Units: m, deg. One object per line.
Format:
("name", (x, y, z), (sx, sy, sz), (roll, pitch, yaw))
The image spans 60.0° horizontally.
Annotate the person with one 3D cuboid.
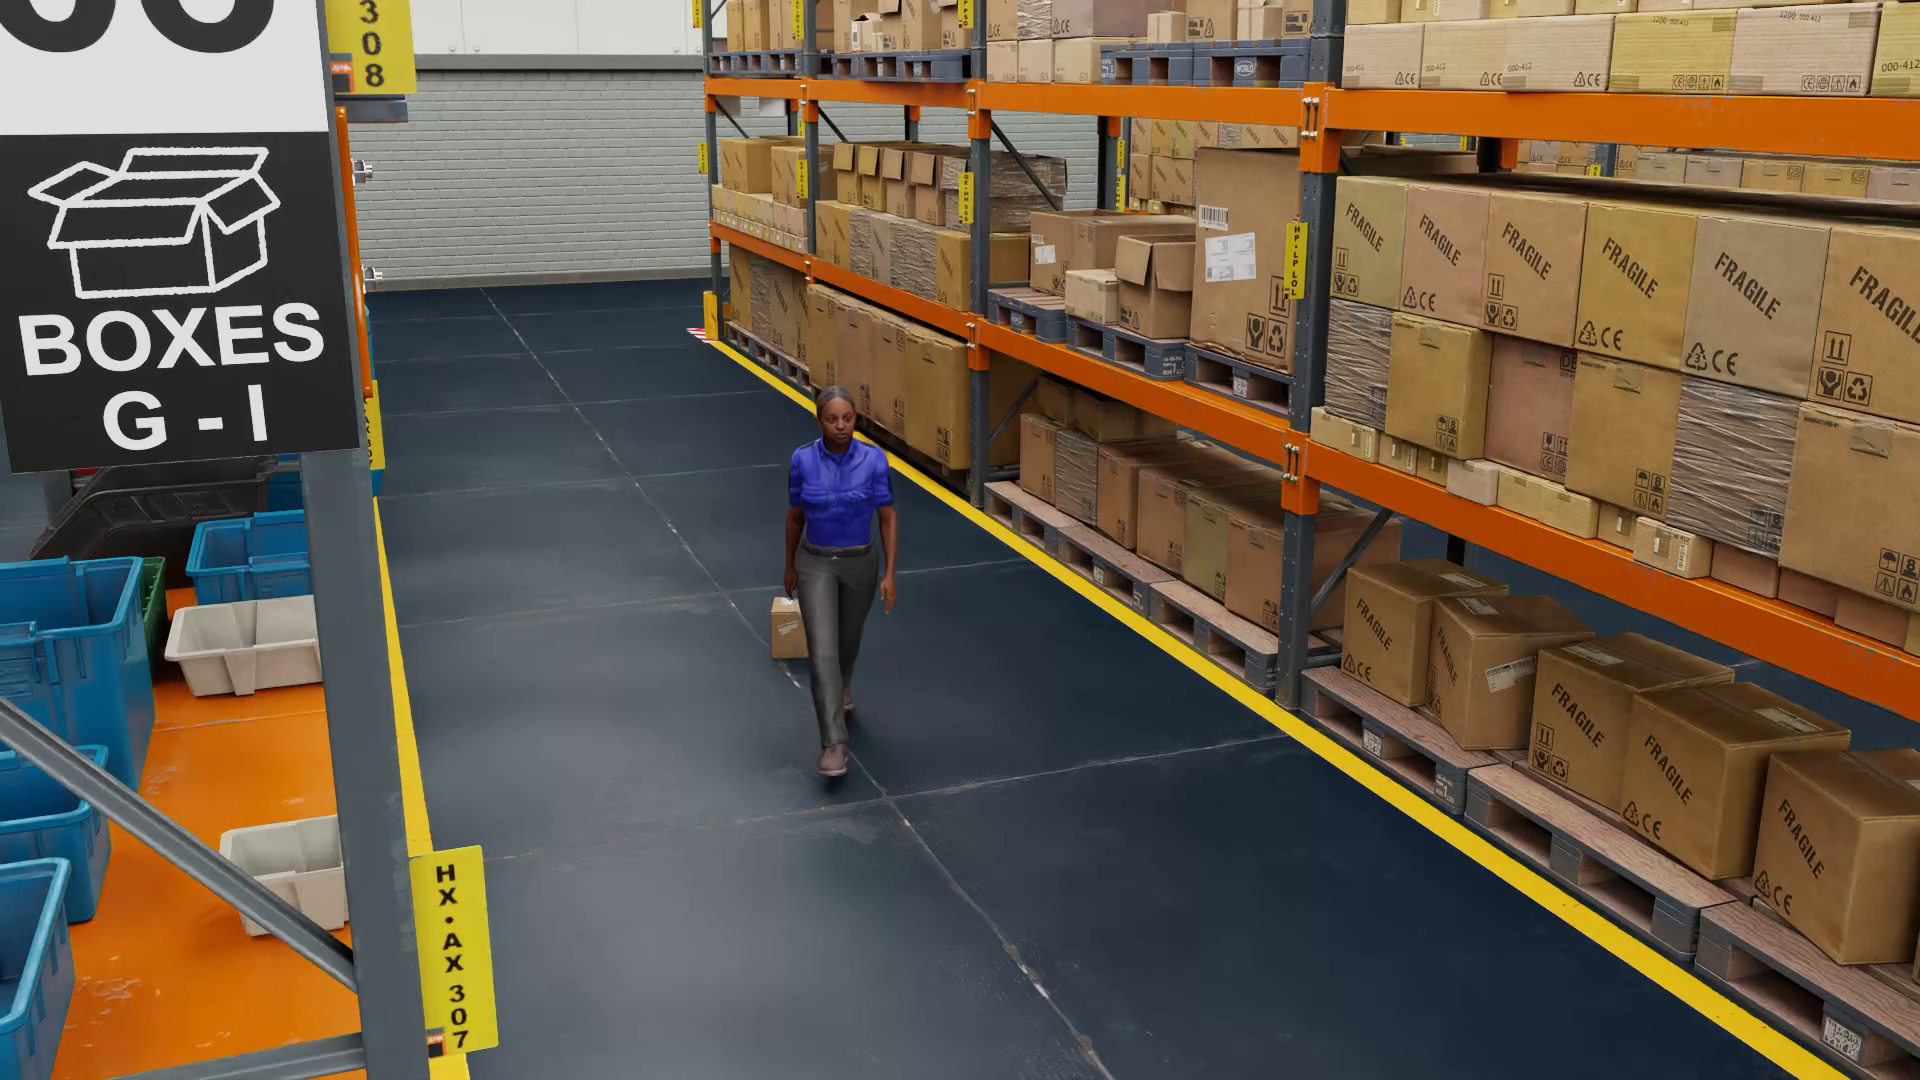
("person", (-0.508, 0.114, 7.143), (0.476, 1.587, 1.030), (-3, 16, -11))
